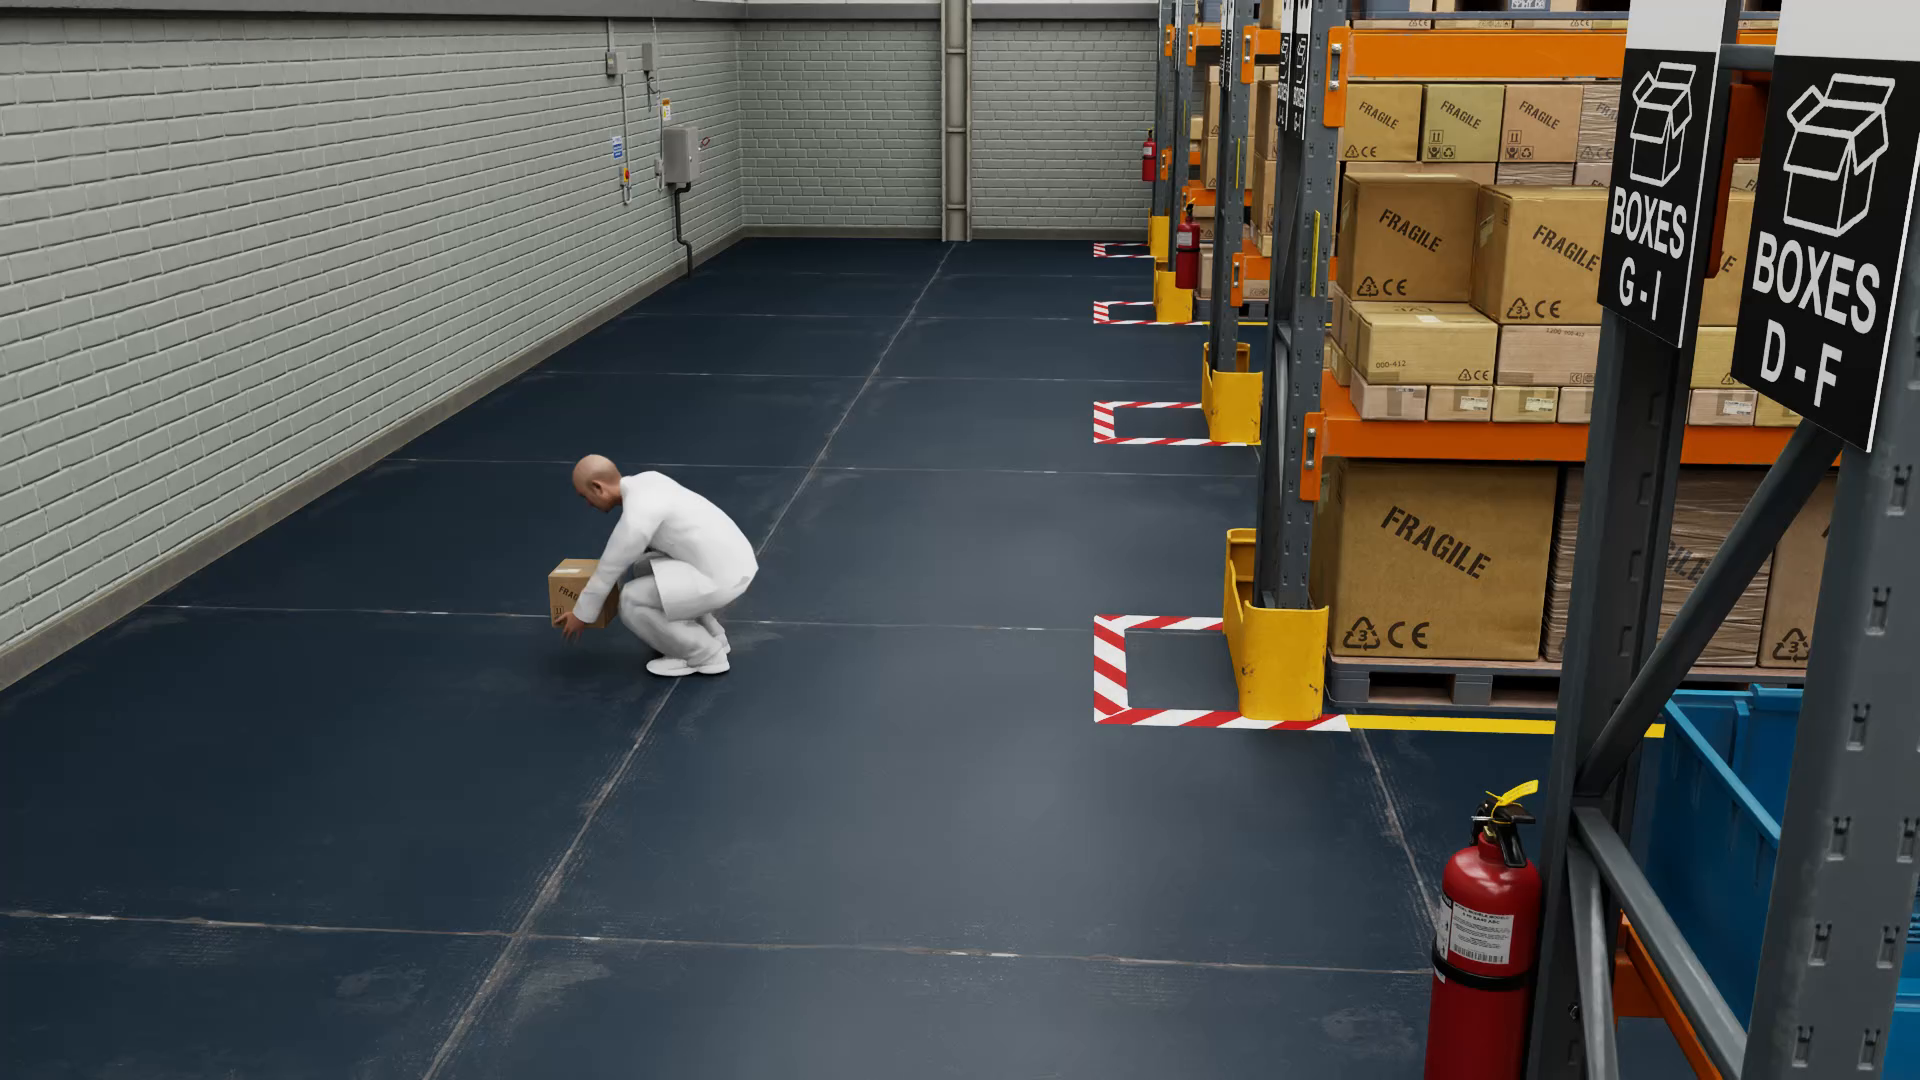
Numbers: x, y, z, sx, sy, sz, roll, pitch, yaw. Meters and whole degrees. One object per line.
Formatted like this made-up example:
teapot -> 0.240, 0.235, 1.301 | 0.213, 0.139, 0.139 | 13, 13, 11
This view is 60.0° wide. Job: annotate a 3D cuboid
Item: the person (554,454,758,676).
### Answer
person -> -1.387, 0.091, 7.598 | 0.912, 1.004, 0.580 | 1, 17, 3
